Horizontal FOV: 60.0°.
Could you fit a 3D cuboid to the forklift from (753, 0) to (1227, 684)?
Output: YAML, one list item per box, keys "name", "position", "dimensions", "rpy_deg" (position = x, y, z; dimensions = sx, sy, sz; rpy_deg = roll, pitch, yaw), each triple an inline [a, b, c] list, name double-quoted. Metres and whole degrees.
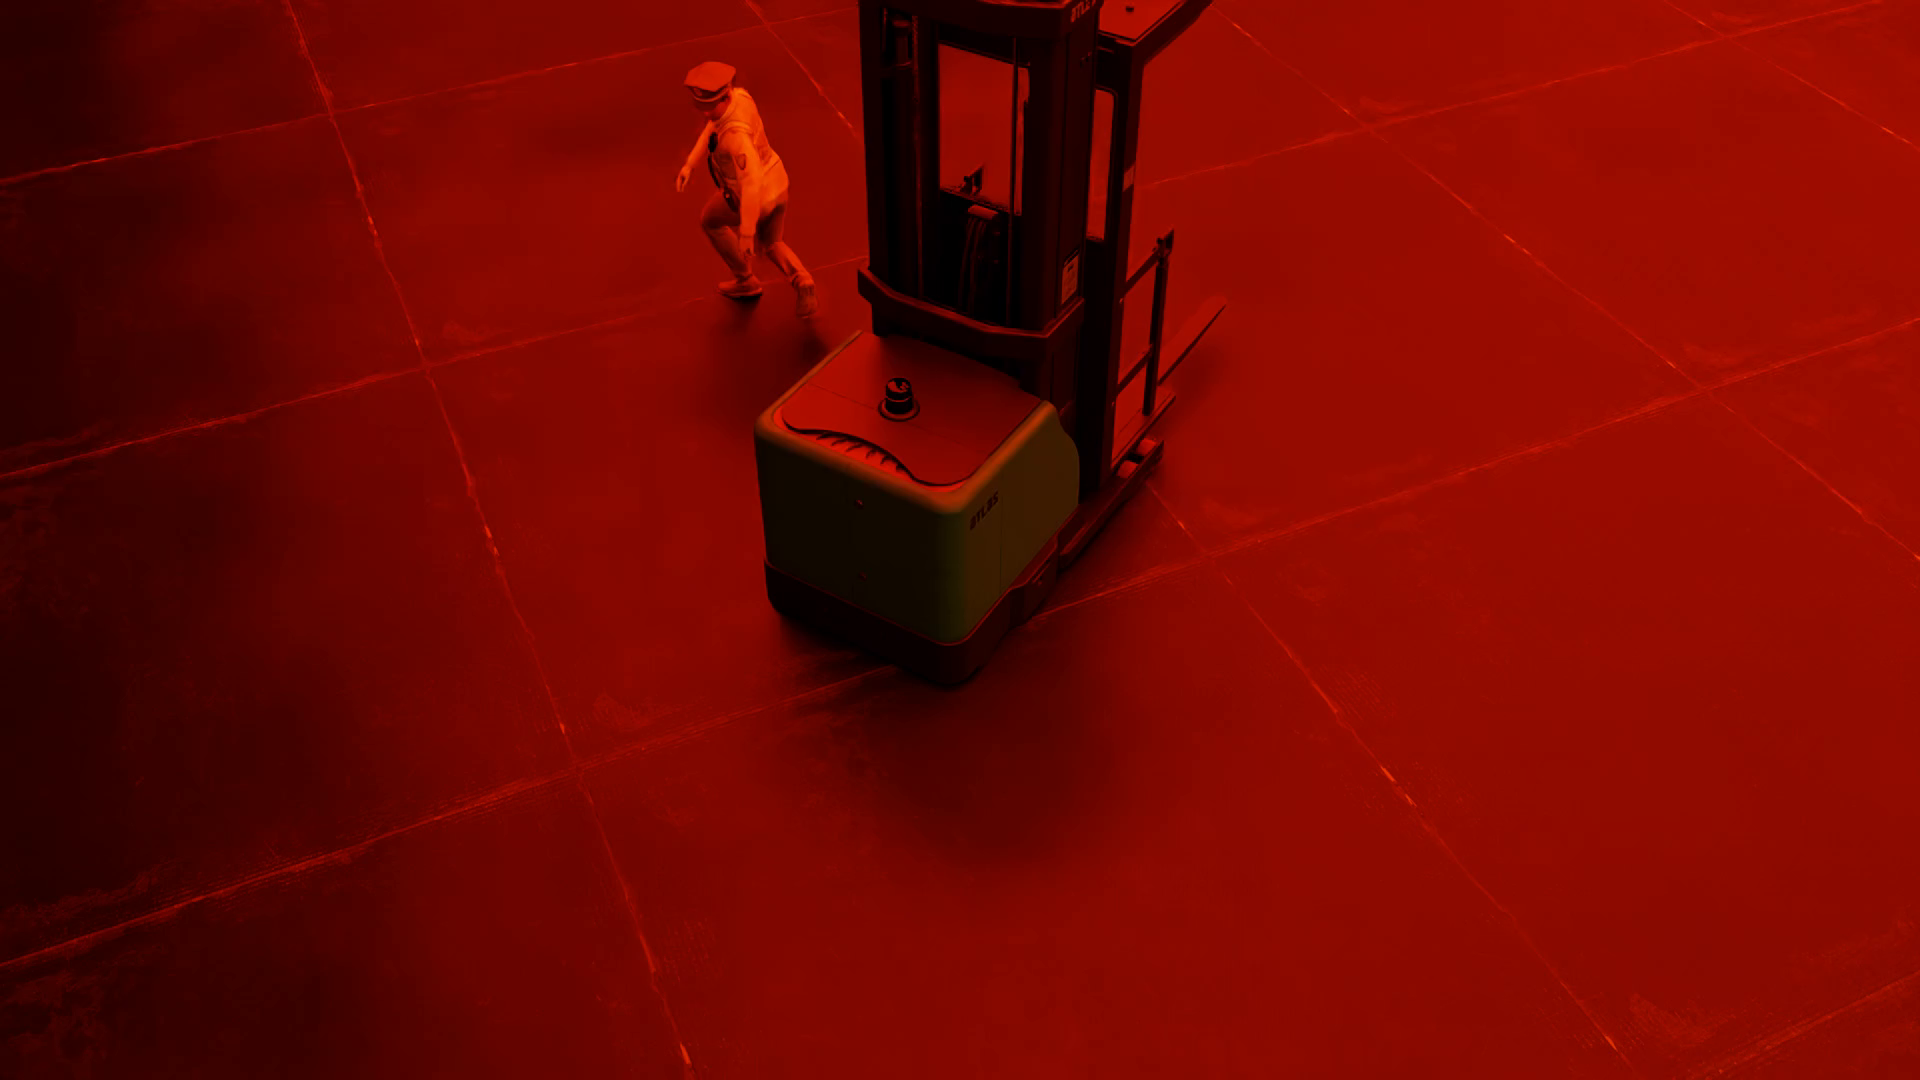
- name: "forklift"
  position: [0.342, -1.446, 7.229]
  dimensions: [1.130, 2.935, 3.031]
  rpy_deg: [23, 48, 23]

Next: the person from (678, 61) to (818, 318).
- name: "person"
  position: [-1.132, -1.807, 8.746]
  dimensions: [0.844, 1.449, 0.564]
  rpy_deg: [22, 47, 22]
